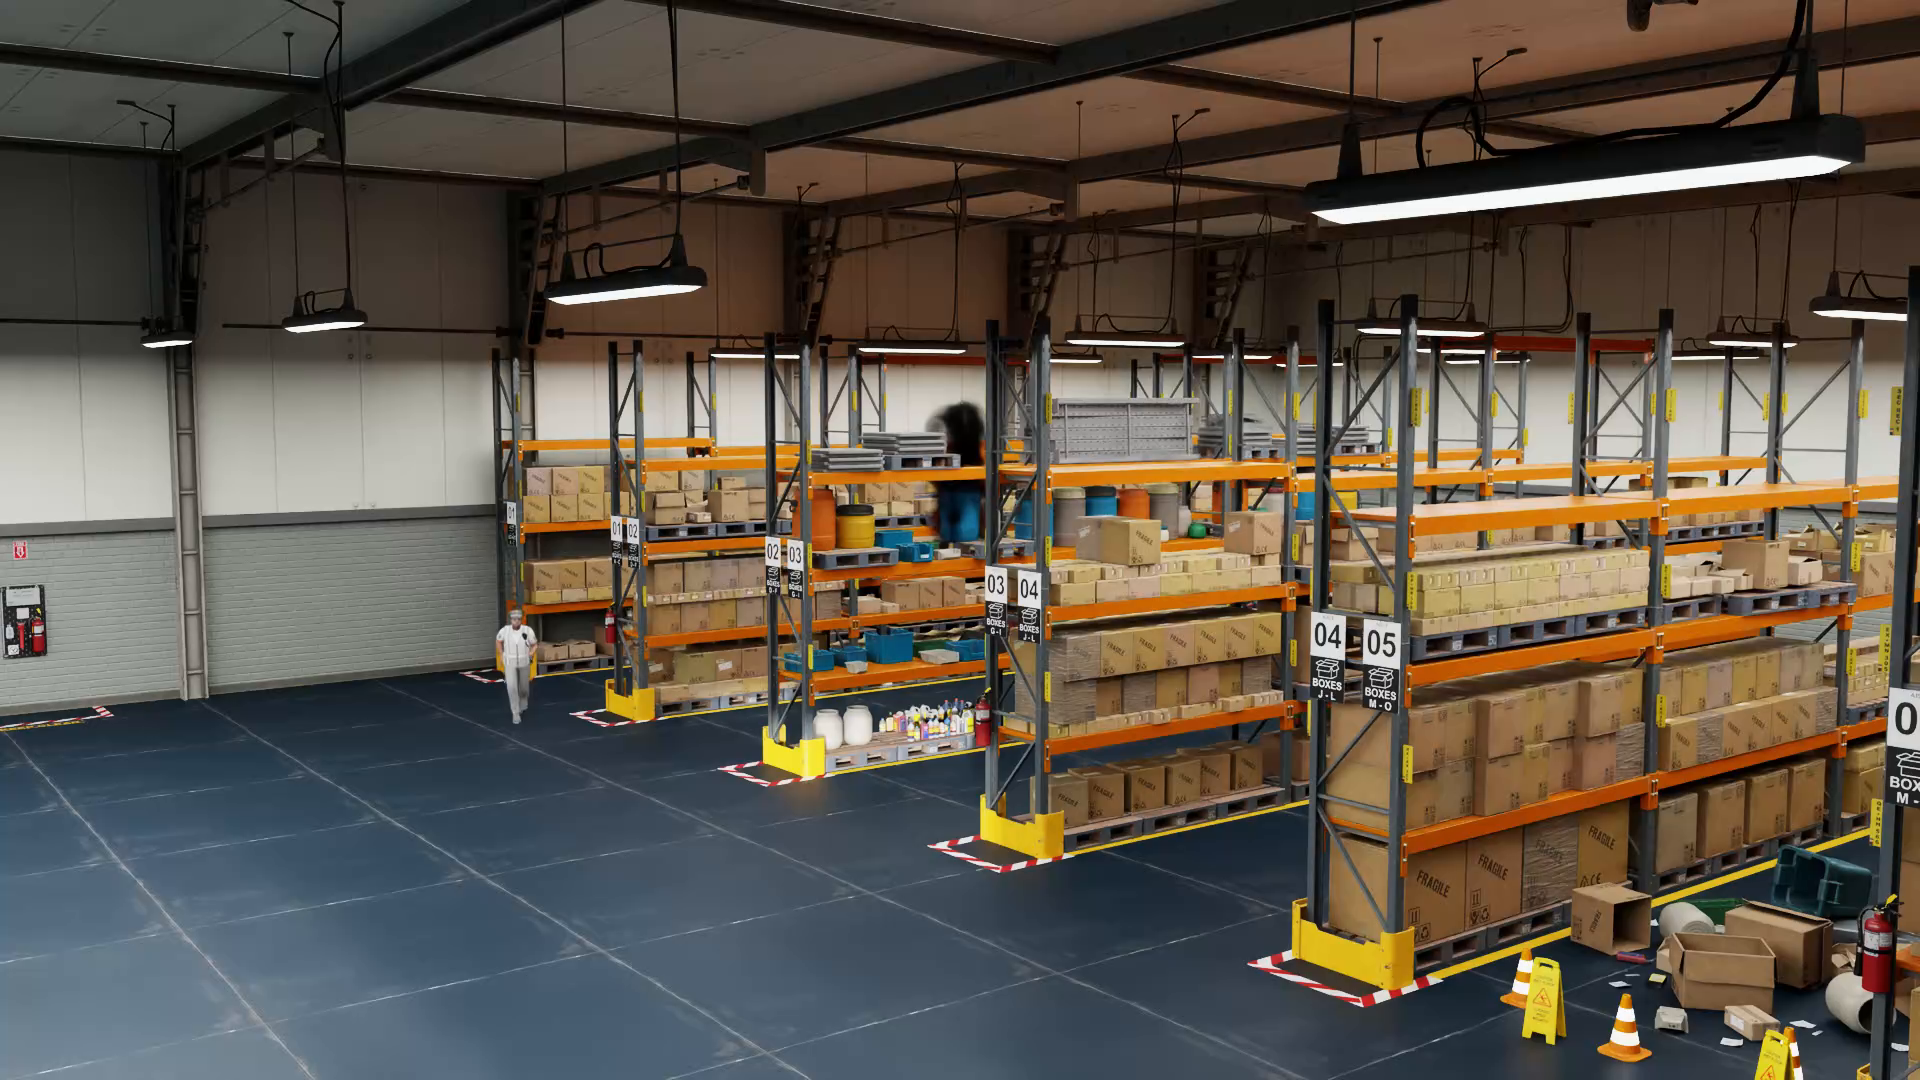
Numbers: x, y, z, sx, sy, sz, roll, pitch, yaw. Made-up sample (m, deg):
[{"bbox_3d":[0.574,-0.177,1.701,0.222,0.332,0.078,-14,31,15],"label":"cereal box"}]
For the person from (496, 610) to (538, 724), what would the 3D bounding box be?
[{"bbox_3d":[-7.054,1.970,26.498,0.644,1.778,0.952,-1,5,-16],"label":"person"}]

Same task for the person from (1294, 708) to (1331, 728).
[{"bbox_3d":[5.202,2.199,24.310,1.089,1.592,0.703,-2,5,-17],"label":"person"}]

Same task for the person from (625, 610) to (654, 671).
[{"bbox_3d":[-5.529,1.907,28.667,0.610,1.496,0.817,3,6,30],"label":"person"}]
